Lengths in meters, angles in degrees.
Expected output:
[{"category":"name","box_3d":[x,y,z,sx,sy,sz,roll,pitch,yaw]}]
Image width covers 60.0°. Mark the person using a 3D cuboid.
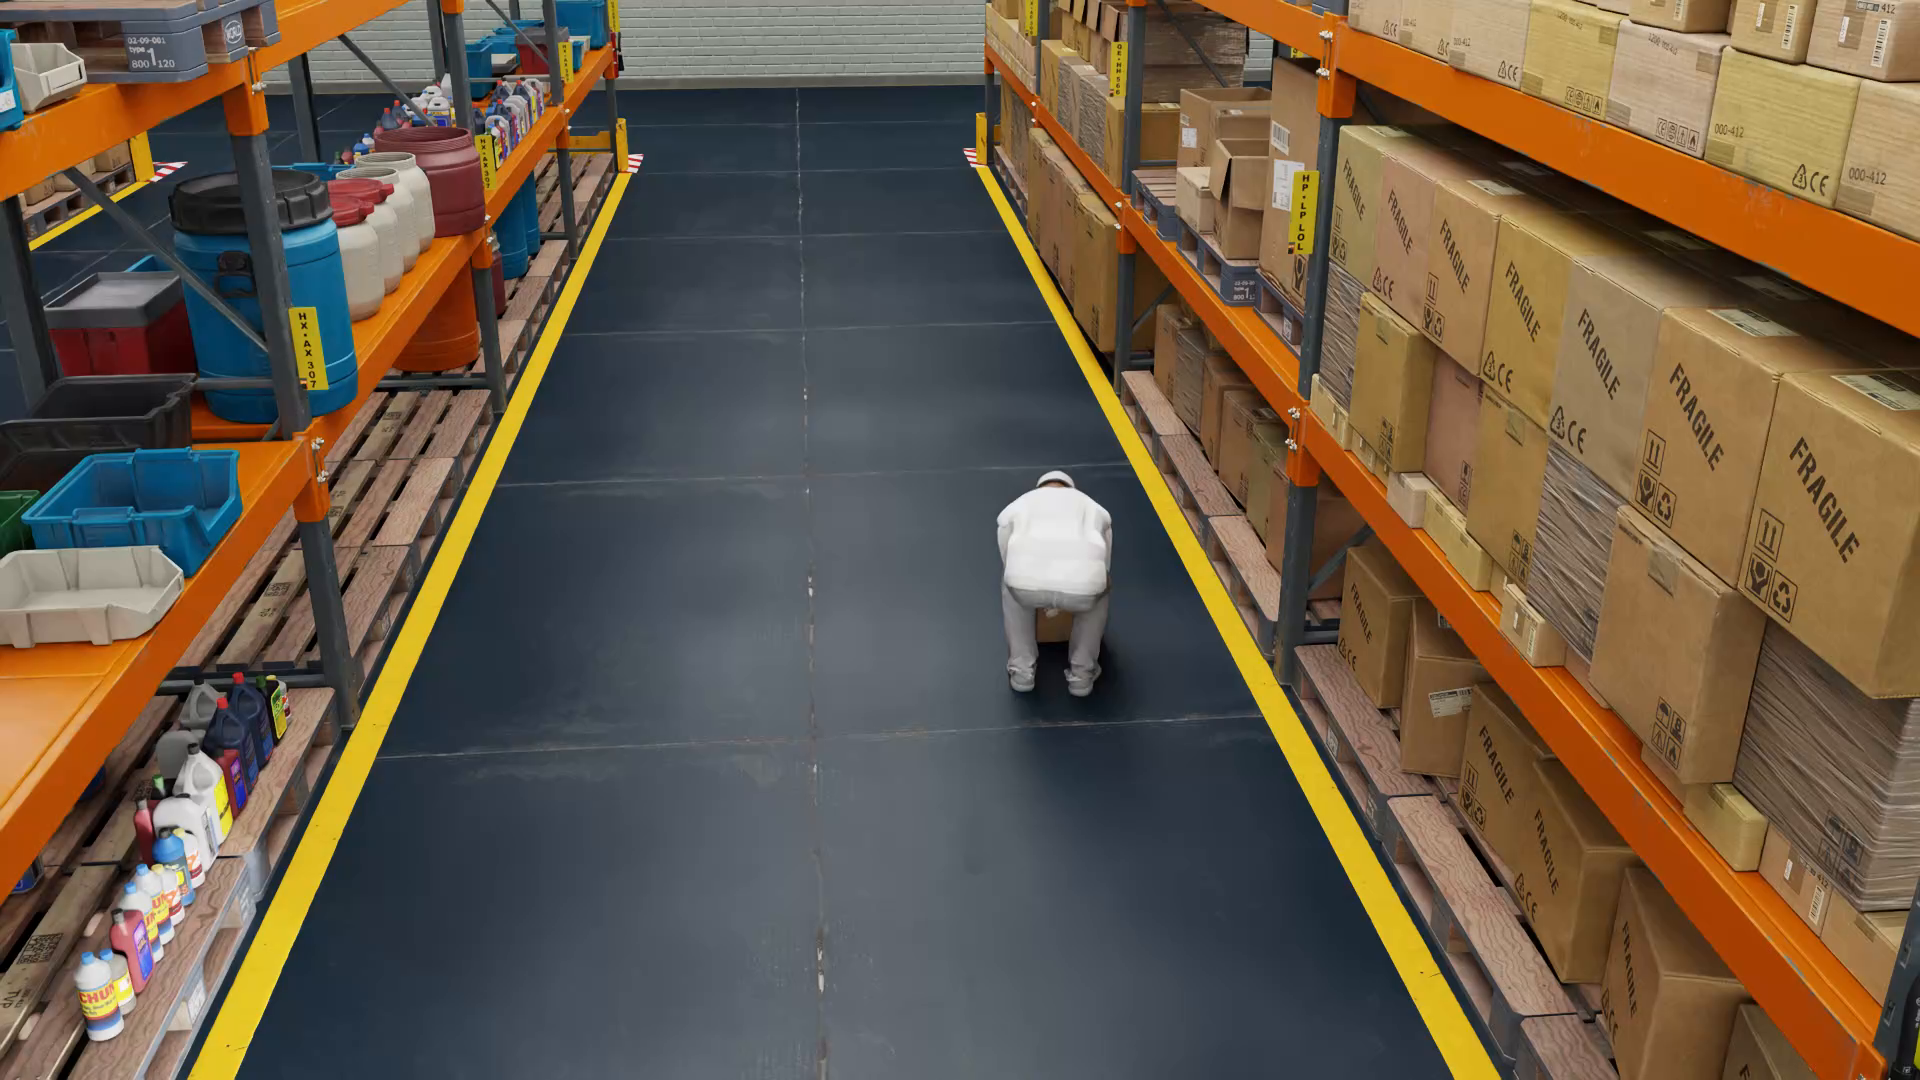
[{"category":"person","box_3d":[0.412,0.184,7.363,0.523,0.832,0.979,3,24,6]}]
